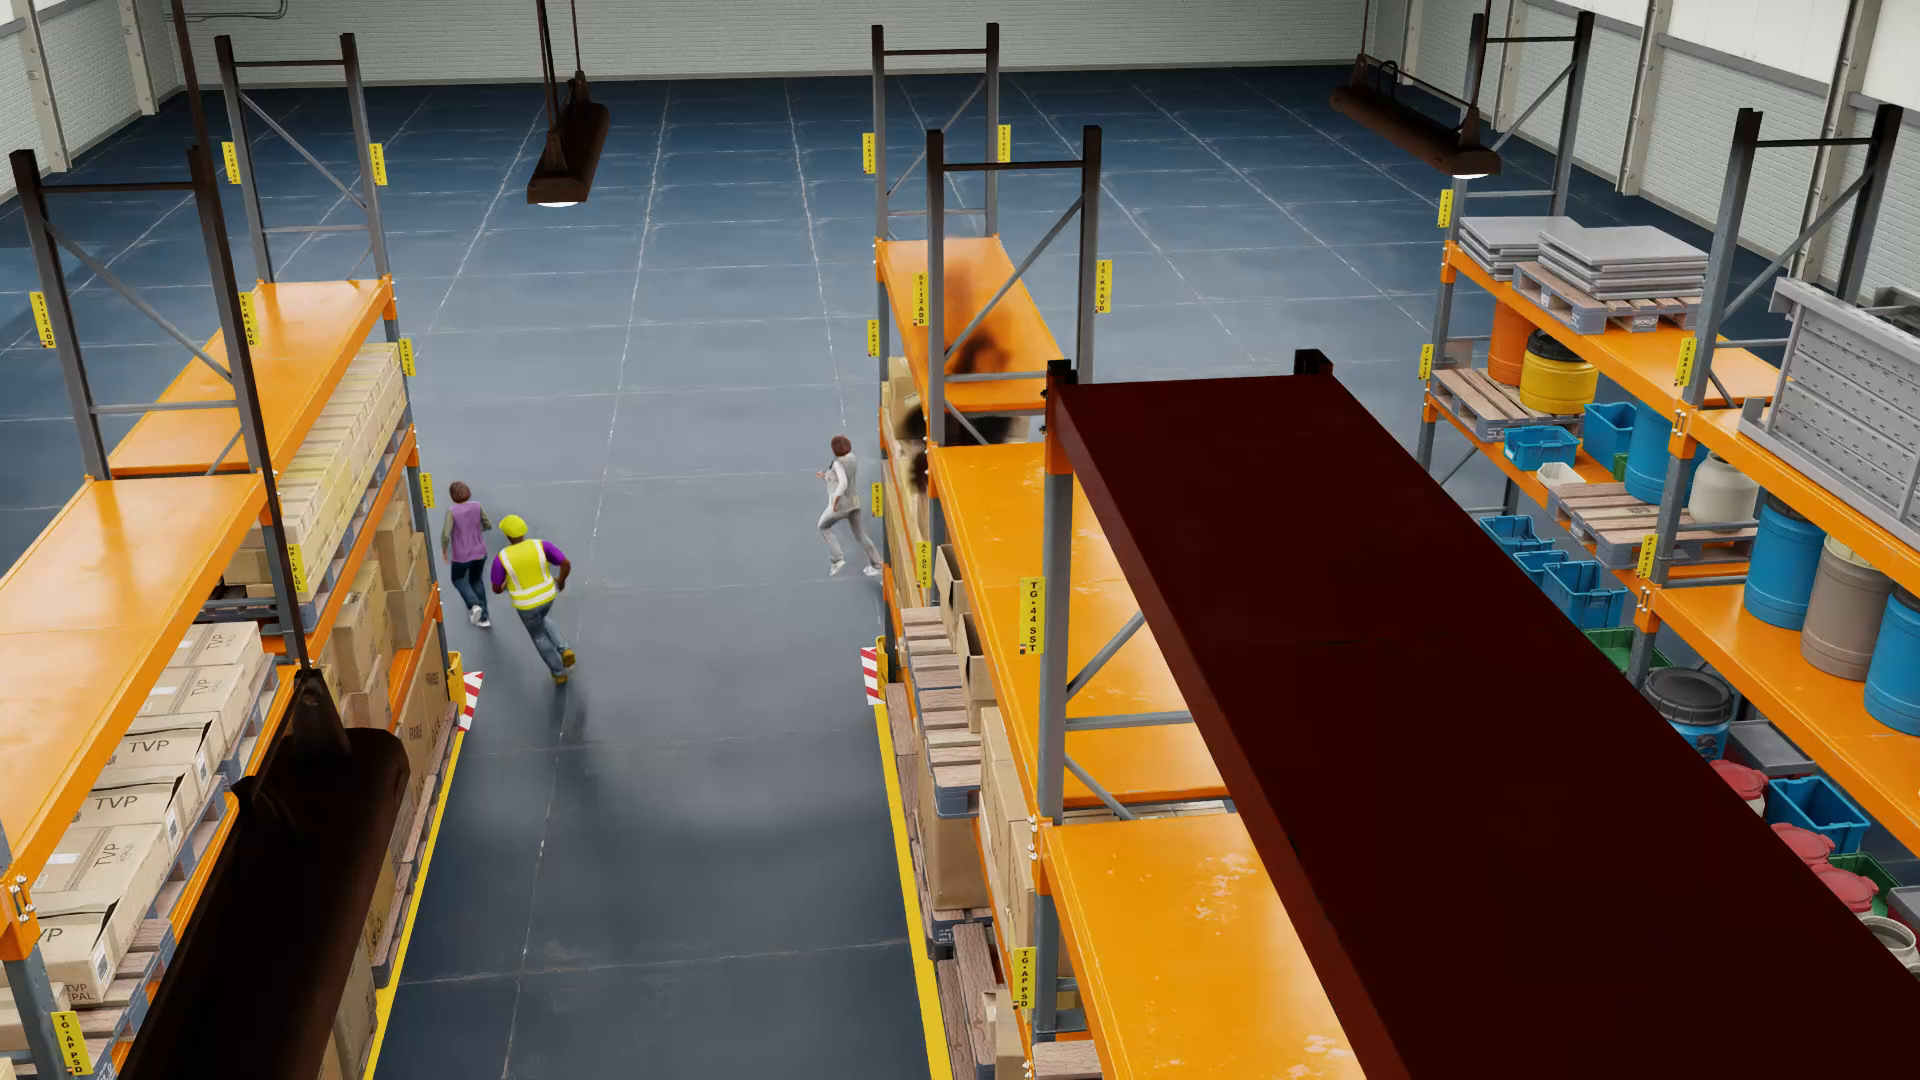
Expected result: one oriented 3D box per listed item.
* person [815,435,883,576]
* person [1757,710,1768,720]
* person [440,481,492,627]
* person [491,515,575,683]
[{"bbox_3d":[-1.196,-0.315,17.313,0.820,1.614,0.545,17,30,31],"label":"person"},{"bbox_3d":[6.793,1.366,13.736,0.591,1.638,0.576,-6,26,-13],"label":"person"},{"bbox_3d":[-4.875,0.149,16.414,0.580,1.572,0.557,-20,32,-36],"label":"person"},{"bbox_3d":[-4.001,0.527,15.409,0.688,1.719,0.573,-20,32,-35],"label":"person"}]
